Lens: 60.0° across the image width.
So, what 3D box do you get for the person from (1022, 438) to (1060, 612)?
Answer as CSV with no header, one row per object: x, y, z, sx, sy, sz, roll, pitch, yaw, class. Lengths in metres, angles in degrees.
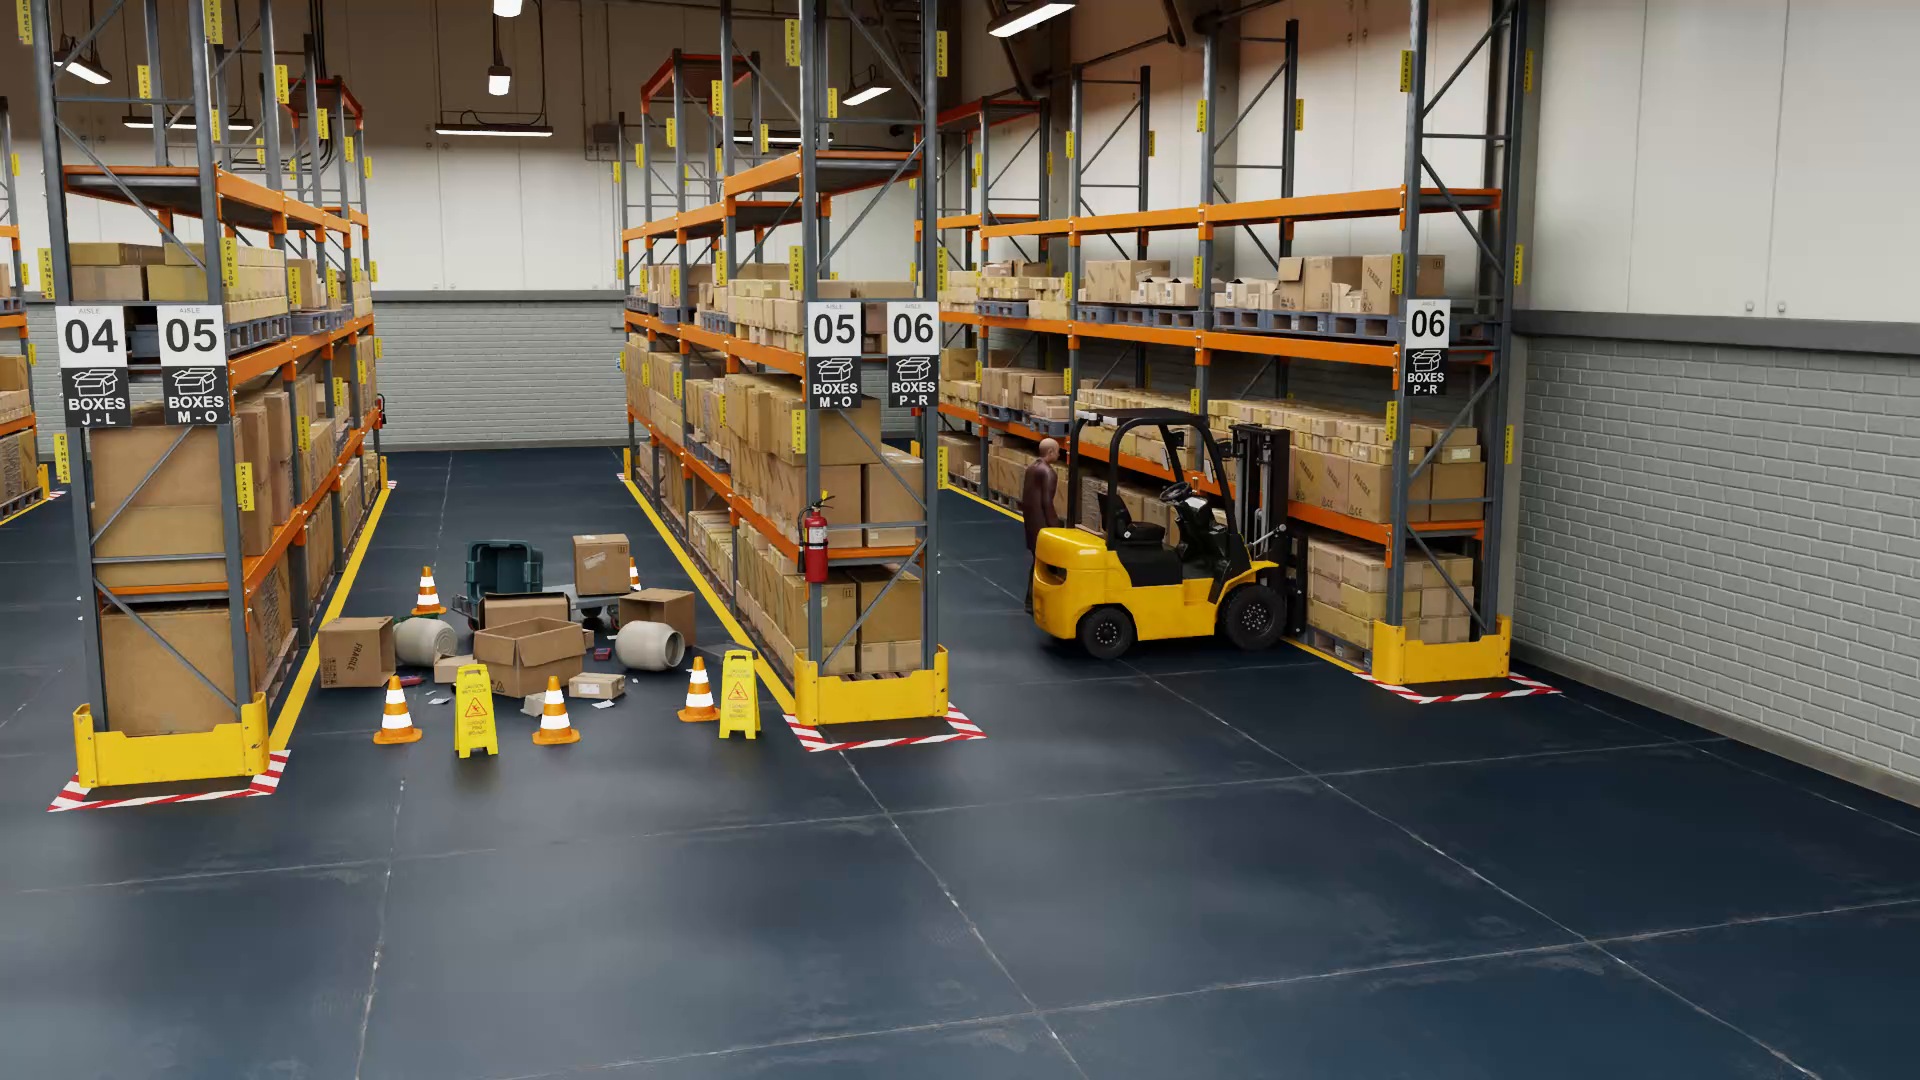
0.850,-0.138,16.780,0.421,1.774,0.643,-3,9,-16,person
